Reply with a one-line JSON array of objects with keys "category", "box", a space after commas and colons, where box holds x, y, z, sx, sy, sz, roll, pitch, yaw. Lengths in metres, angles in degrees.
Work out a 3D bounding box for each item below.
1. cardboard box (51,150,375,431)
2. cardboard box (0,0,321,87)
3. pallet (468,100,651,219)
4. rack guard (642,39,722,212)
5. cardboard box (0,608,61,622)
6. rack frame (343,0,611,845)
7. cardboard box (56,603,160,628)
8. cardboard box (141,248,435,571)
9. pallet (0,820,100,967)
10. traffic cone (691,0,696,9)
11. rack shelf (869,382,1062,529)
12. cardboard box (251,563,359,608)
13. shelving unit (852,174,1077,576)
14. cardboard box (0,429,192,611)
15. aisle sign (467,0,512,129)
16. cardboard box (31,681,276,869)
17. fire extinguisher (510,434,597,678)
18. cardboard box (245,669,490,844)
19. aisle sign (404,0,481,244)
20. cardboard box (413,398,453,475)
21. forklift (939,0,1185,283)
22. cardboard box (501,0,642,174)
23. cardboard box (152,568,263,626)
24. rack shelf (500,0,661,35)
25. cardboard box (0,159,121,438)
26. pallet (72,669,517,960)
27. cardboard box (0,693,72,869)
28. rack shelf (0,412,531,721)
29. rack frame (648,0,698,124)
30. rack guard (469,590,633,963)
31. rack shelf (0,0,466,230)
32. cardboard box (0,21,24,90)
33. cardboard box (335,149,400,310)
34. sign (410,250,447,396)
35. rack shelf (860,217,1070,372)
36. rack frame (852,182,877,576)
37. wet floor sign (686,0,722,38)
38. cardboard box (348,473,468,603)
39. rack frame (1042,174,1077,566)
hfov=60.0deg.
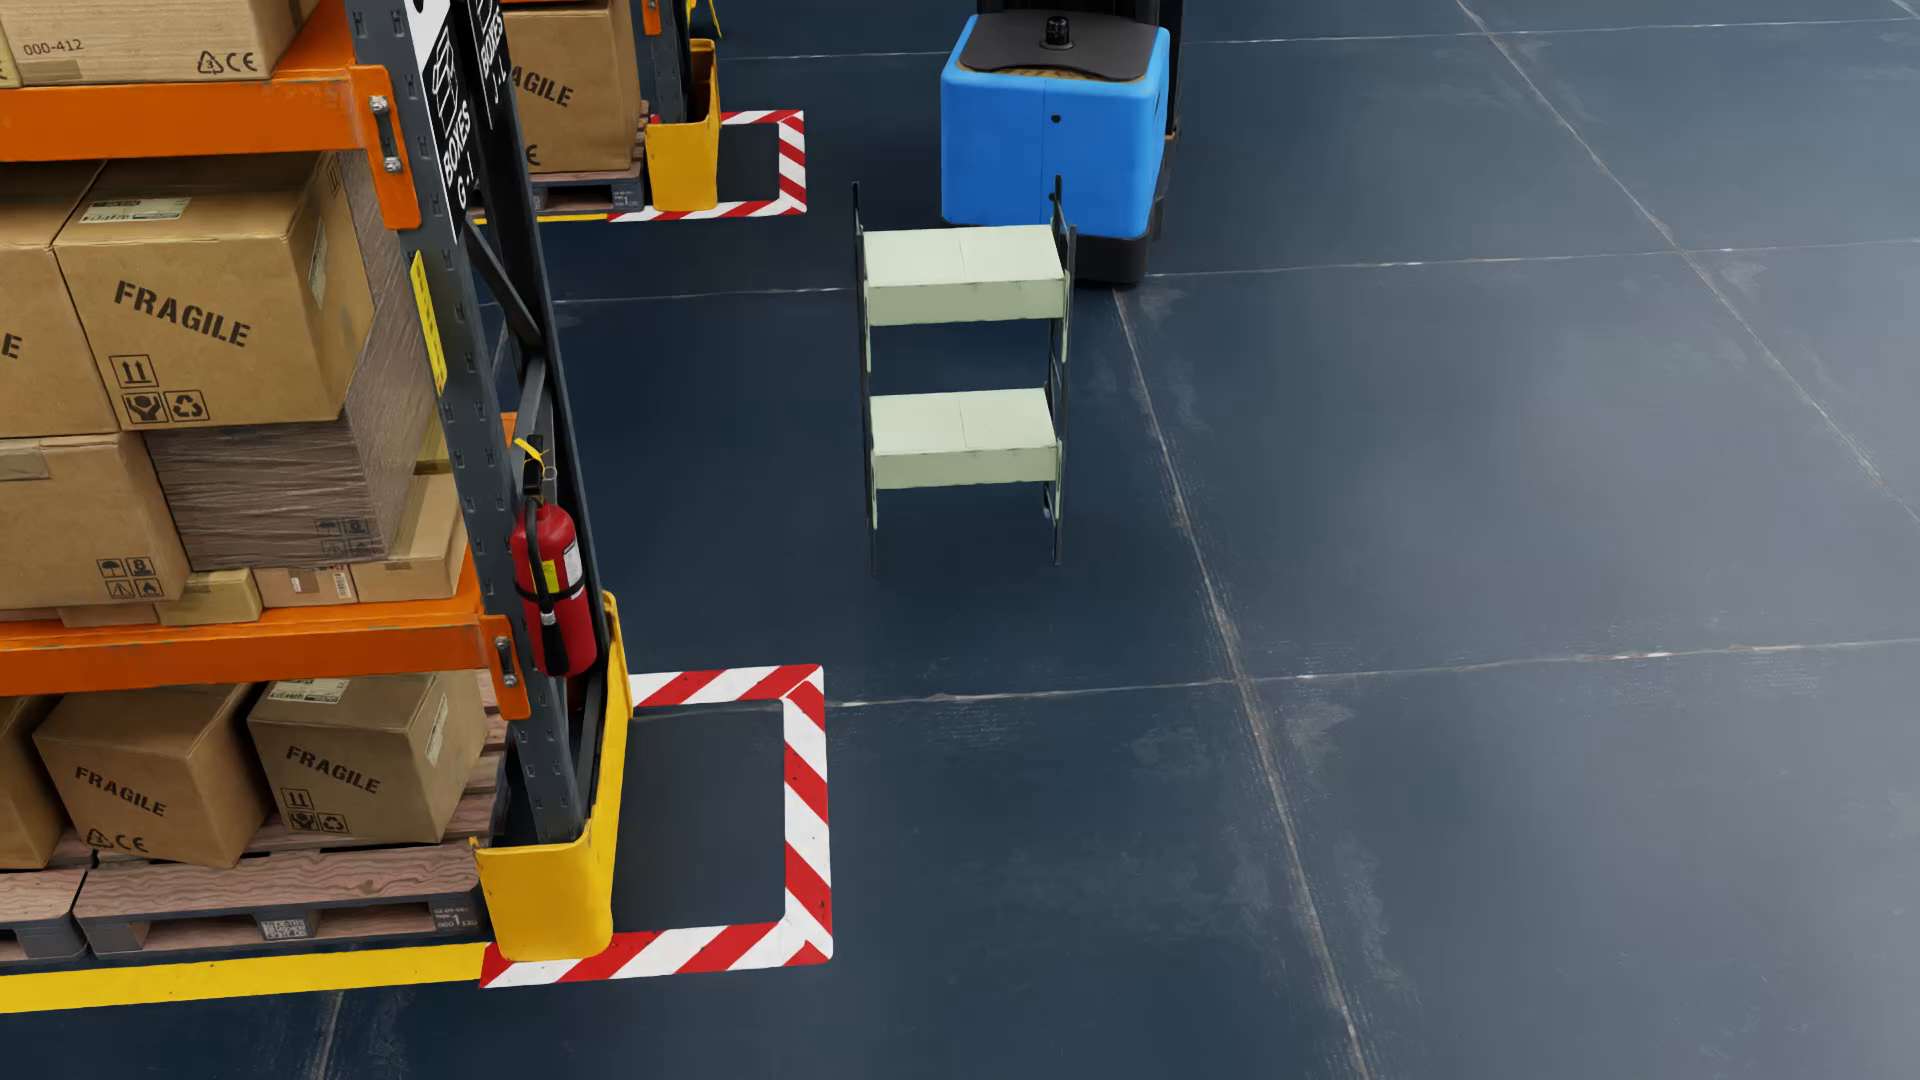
[{"category": "cardboard box", "box": [-1.753, -0.617, 3.983, 0.500, 0.500, 0.500, -3, 38, -4]}, {"category": "cardboard box", "box": [-1.685, -1.187, 3.532, 0.500, 0.250, 0.500, -2, 38, -3]}, {"category": "pallet", "box": [-2.355, -2.130, 9.279, 1.213, 0.211, 1.003, -3, 38, -4]}, {"category": "rack guard", "box": [-1.542, -2.337, 9.308, 0.348, 0.500, 1.175, -3, 38, -4]}, {"category": "cardboard box", "box": [-2.489, 0.042, 4.479, 0.250, 0.149, 0.380, -3, 38, -4]}, {"category": "rack frame", "box": [-1.227, -0.251, 4.647, 0.127, 3.000, 1.000, -3, 38, -4]}, {"category": "cardboard box", "box": [-2.237, 0.053, 4.464, 0.250, 0.149, 0.380, -3, 38, -4]}, {"category": "cardboard box", "box": [-1.777, -0.394, 4.507, 0.500, 0.500, 0.875, -3, 38, -4]}, {"category": "pallet", "box": [-3.328, 0.935, 5.394, 1.213, 0.211, 1.003, -3, 38, -4]}, {"category": "traffic cone", "box": [-1.982, -3.884, 11.299, 0.334, 0.463, 0.336, -3, 38, -4]}, {"category": "rack shelf", "box": [0.007, -0.333, 6.488, 0.720, 0.370, 0.431, -3, 38, -4]}, {"category": "cardboard box", "box": [-1.742, 0.004, 4.527, 0.250, 0.149, 0.380, -3, 38, -4]}, {"category": "shelving unit", "box": [0.007, -0.589, 6.286, 0.755, 1.500, 0.431, -3, 38, -4]}, {"category": "cardboard box", "box": [-2.265, -0.293, 4.378, 0.500, 0.500, 0.875, -3, 38, -4]}, {"category": "aisle sign", "box": [-1.192, -1.460, 4.080, 0.004, 0.787, 0.394, -3, 38, -4]}, {"category": "cardboard box", "box": [-2.443, 0.643, 5.192, 0.500, 0.500, 0.500, 6, 39, 8]}, {"category": "fire extinguisher", "box": [-1.072, 0.057, 4.318, 0.183, 0.674, 0.296, -3, 38, -4]}, {"category": "cardboard box", "box": [-1.851, 0.589, 5.261, 0.500, 0.500, 0.500, 4, 38, 4]}, {"category": "aisle sign", "box": [-1.139, -1.090, 3.611, 0.004, 0.787, 0.394, -3, 38, -4]}, {"category": "cardboard box", "box": [-1.532, -0.284, 4.891, 0.250, 0.149, 0.380, -3, 38, -4]}, {"category": "forklift", "box": [0.675, -3.341, 8.618, 1.130, 2.935, 3.031, 7, 39, 8]}, {"category": "cardboard box", "box": [-2.235, -2.570, 8.962, 0.875, 0.875, 0.875, -3, 38, -4]}, {"category": "cardboard box", "box": [-1.986, 0.049, 4.469, 0.250, 0.149, 0.380, -3, 38, -4]}, {"category": "rack shelf", "box": [-3.558, -2.925, 8.616, 4.000, 0.370, 1.077, -3, 38, -4]}, {"category": "cardboard box", "box": [-2.251, -0.586, 3.943, 0.500, 0.500, 0.500, -3, 38, -4]}, {"category": "pallet", "box": [-2.115, 0.870, 5.476, 1.213, 0.211, 1.003, -3, 38, -4]}, {"category": "cardboard box", "box": [-3.068, 0.666, 5.164, 0.500, 0.500, 0.500, 0, 38, 0]}, {"category": "rack shelf", "box": [-3.219, 0.141, 4.731, 4.000, 0.370, 1.077, -3, 38, -4]}, {"category": "rack frame", "box": [-1.566, -3.317, 8.532, 0.127, 3.000, 1.000, -3, 38, -4]}, {"category": "rack guard", "box": [-1.303, 0.734, 5.416, 0.348, 0.500, 1.175, -3, 38, -4]}, {"category": "rack shelf", "box": [-3.219, -1.037, 3.801, 4.000, 0.370, 1.077, -3, 38, -4]}, {"category": "cardboard box", "box": [-2.182, -1.158, 3.495, 0.500, 0.250, 0.500, -3, 38, -4]}, {"category": "cardboard box", "box": [-1.799, -0.938, 4.389, 0.500, 0.500, 0.500, -3, 38, -4]}, {"category": "sign", "box": [-1.198, -0.486, 3.755, 0.005, 0.325, 0.100, -3, 38, -4]}, {"category": "rack shelf", "box": [0.007, -0.896, 6.044, 0.720, 0.370, 0.431, -3, 38, -4]}, {"category": "rack frame", "box": [-0.358, -0.569, 6.260, 0.023, 1.500, 0.400, -3, 38, -4]}, {"category": "wet floor sign", "box": [-1.712, -3.616, 10.812, 0.232, 0.644, 0.267, -9, 39, -12]}, {"category": "cardboard box", "box": [-1.493, -0.010, 4.543, 0.250, 0.149, 0.380, -3, 38, -4]}, {"category": "rack frame", "box": [0.371, -0.609, 6.311, 0.023, 1.500, 0.400, -3, 38, -4]}]
